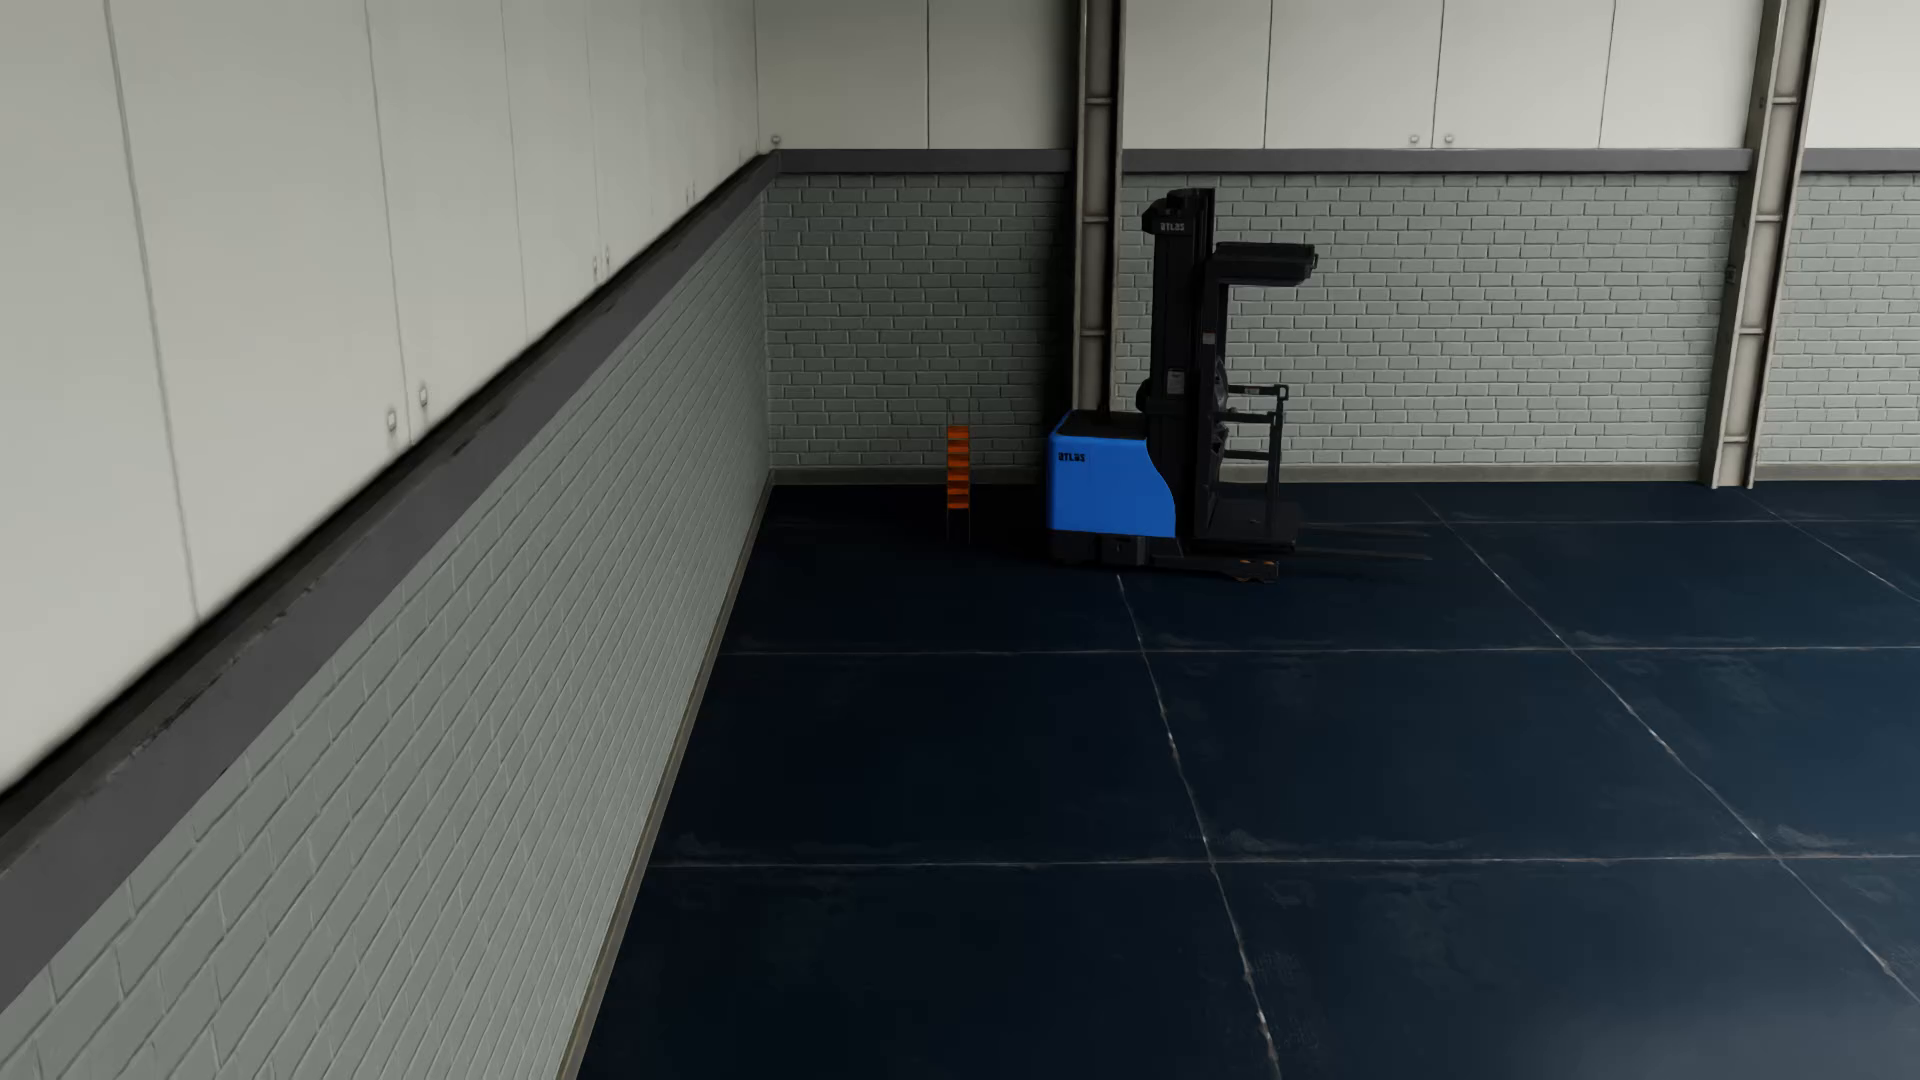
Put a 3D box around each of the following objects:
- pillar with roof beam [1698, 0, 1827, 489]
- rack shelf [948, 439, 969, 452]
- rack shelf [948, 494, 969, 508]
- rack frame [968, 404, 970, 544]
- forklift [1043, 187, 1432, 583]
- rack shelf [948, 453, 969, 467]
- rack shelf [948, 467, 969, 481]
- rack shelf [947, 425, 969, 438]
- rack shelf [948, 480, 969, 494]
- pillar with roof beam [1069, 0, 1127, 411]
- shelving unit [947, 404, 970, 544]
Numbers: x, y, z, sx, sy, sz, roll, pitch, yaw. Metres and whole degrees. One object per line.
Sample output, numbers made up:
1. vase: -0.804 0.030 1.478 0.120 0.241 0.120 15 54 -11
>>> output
1. pillar with roof beam: 7.283 -3.497 10.217 0.400 9.000 9.100 0 18 -1
2. rack shelf: -0.014 -0.757 13.804 0.180 0.103 0.258 0 18 -1
3. rack shelf: -0.014 -0.300 13.951 0.180 0.103 0.258 0 18 -1
4. rack frame: 0.077 -0.572 13.865 0.006 1.200 0.240 0 18 -1
5. forklift: 2.246 -1.236 13.104 3.031 2.935 1.130 4 18 12
6. rack shelf: -0.014 -0.643 13.841 0.180 0.103 0.258 0 18 -1
7. rack shelf: -0.014 -0.529 13.878 0.180 0.103 0.258 0 18 -1
8. rack shelf: -0.014 -0.872 13.768 0.180 0.103 0.258 0 18 -1
9. rack shelf: -0.014 -0.415 13.914 0.180 0.103 0.258 0 18 -1
10. pillar with roof beam: 1.283 -3.468 10.127 0.400 9.000 9.100 0 18 -1
11. shelving unit: -0.014 -0.571 13.864 0.189 1.200 0.258 0 18 -1
